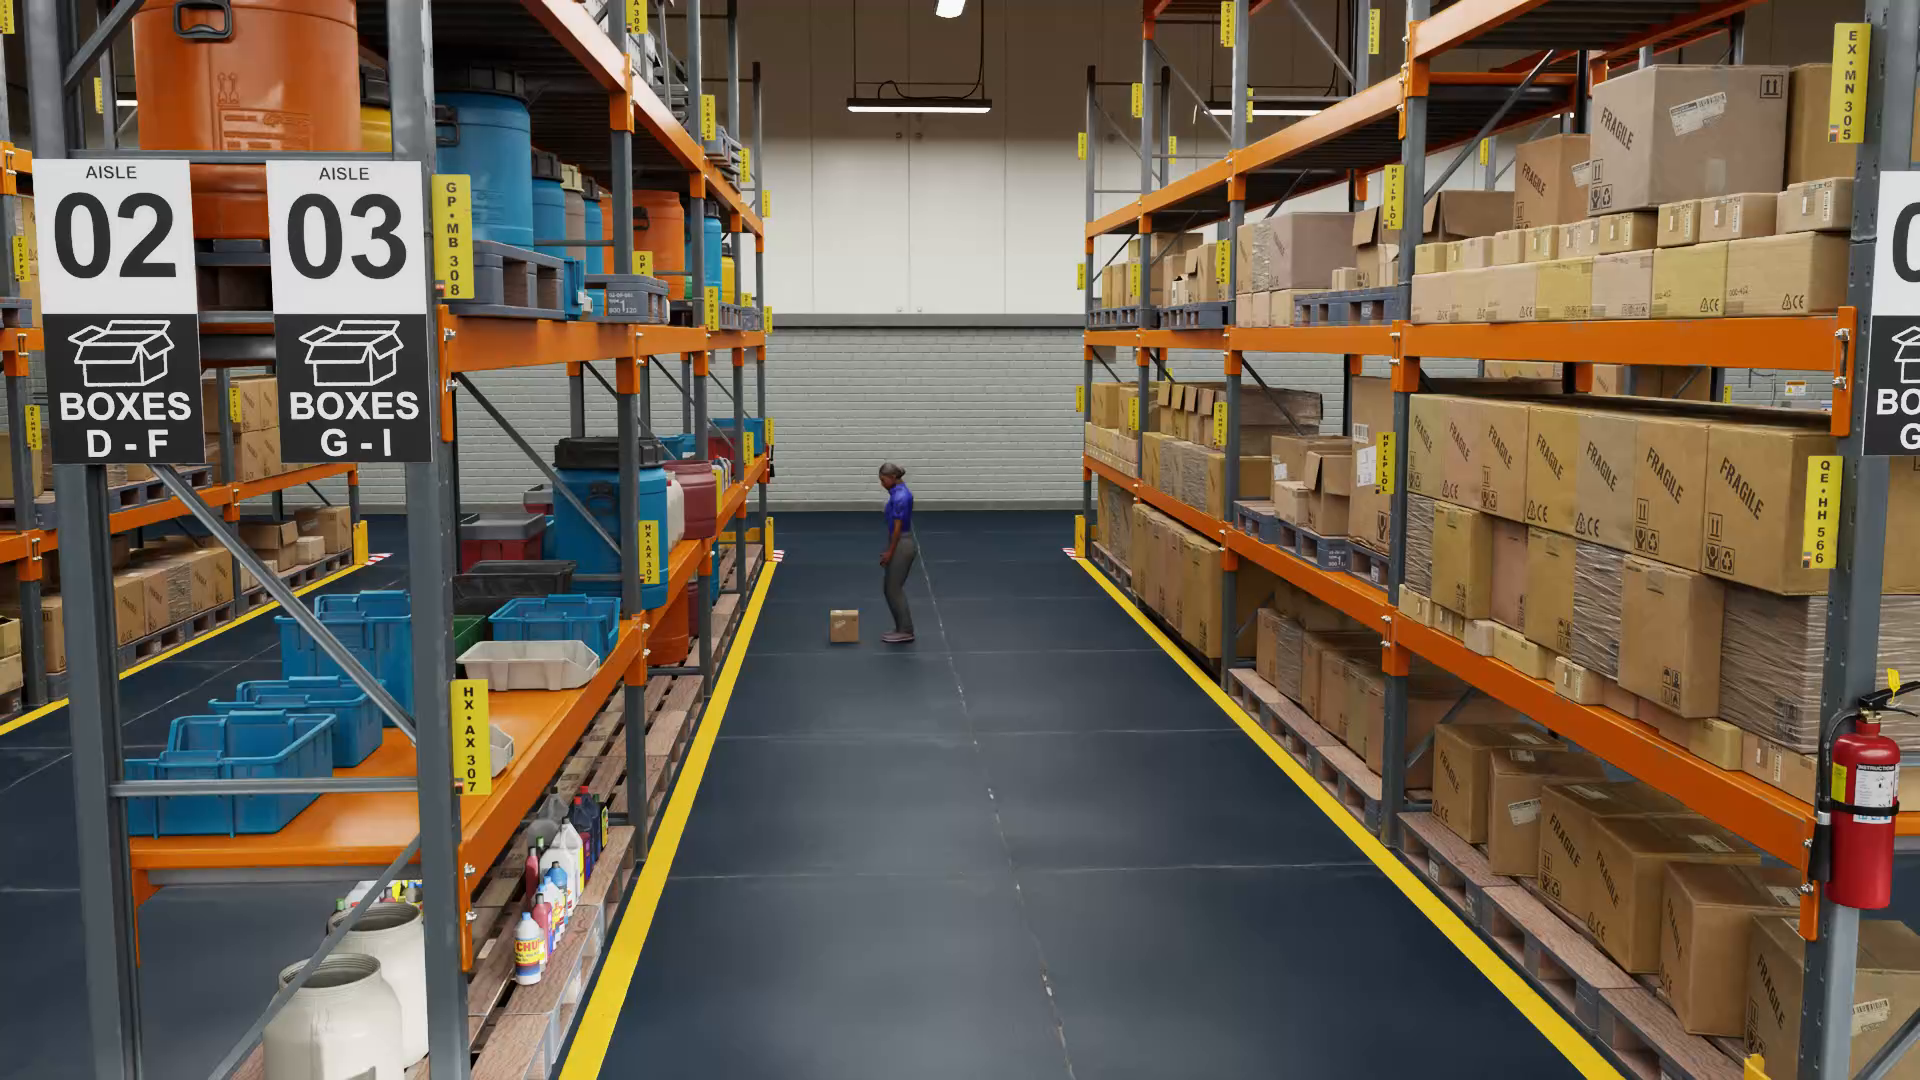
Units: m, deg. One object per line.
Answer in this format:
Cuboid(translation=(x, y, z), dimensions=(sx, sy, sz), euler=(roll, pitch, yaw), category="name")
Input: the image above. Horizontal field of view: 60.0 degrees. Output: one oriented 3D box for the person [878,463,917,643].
Cuboid(translation=(-0.566, 0.110, 15.067), dimensions=(0.354, 1.626, 0.450), euler=(0, 7, -2), category="person")
